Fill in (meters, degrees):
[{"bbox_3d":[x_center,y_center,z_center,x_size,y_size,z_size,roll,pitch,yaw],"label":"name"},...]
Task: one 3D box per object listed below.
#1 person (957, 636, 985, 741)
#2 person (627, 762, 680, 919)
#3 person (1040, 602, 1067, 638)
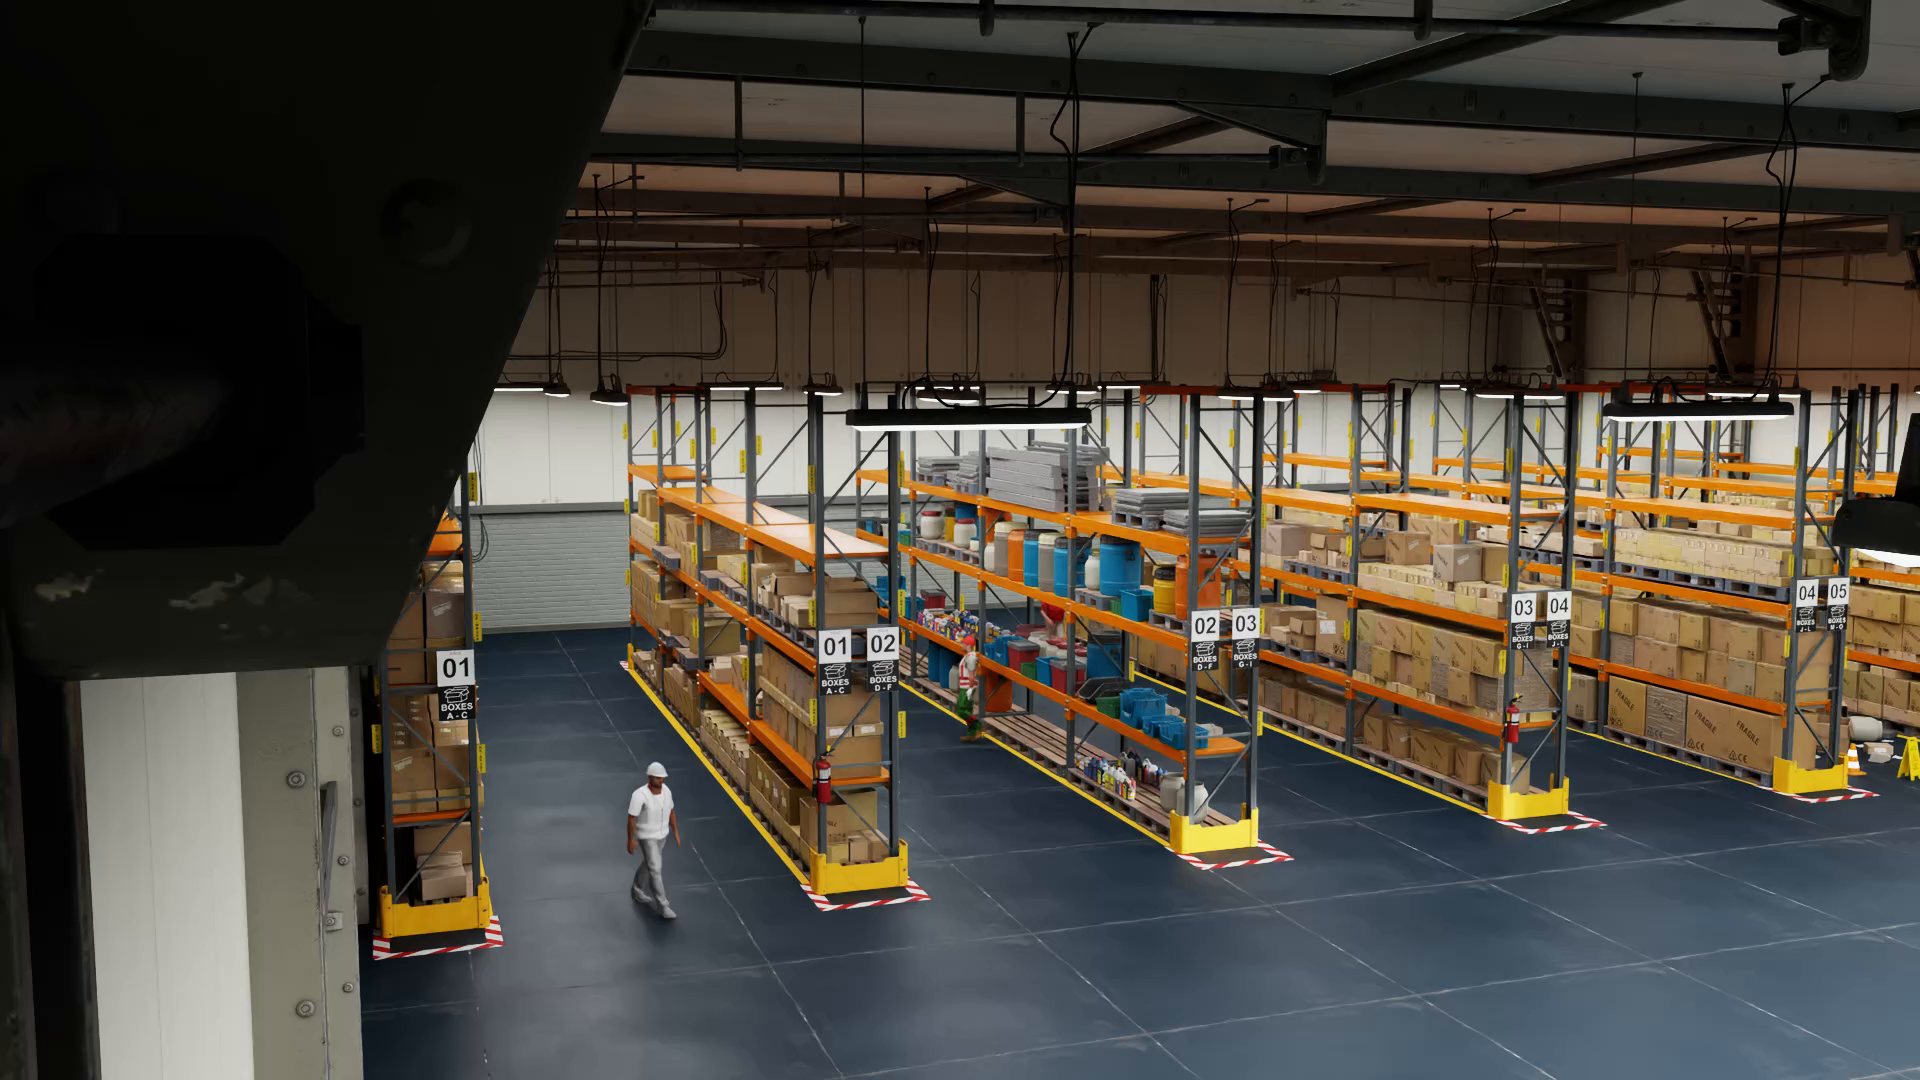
[{"bbox_3d":[0.188,2.521,28.237,0.487,1.778,0.588,0,6,1],"label":"person"},{"bbox_3d":[-3.542,3.446,19.399,0.951,1.718,0.593,4,7,32],"label":"person"},{"bbox_3d":[2.070,1.810,35.961,0.710,1.640,0.727,-1,6,-9],"label":"person"}]
